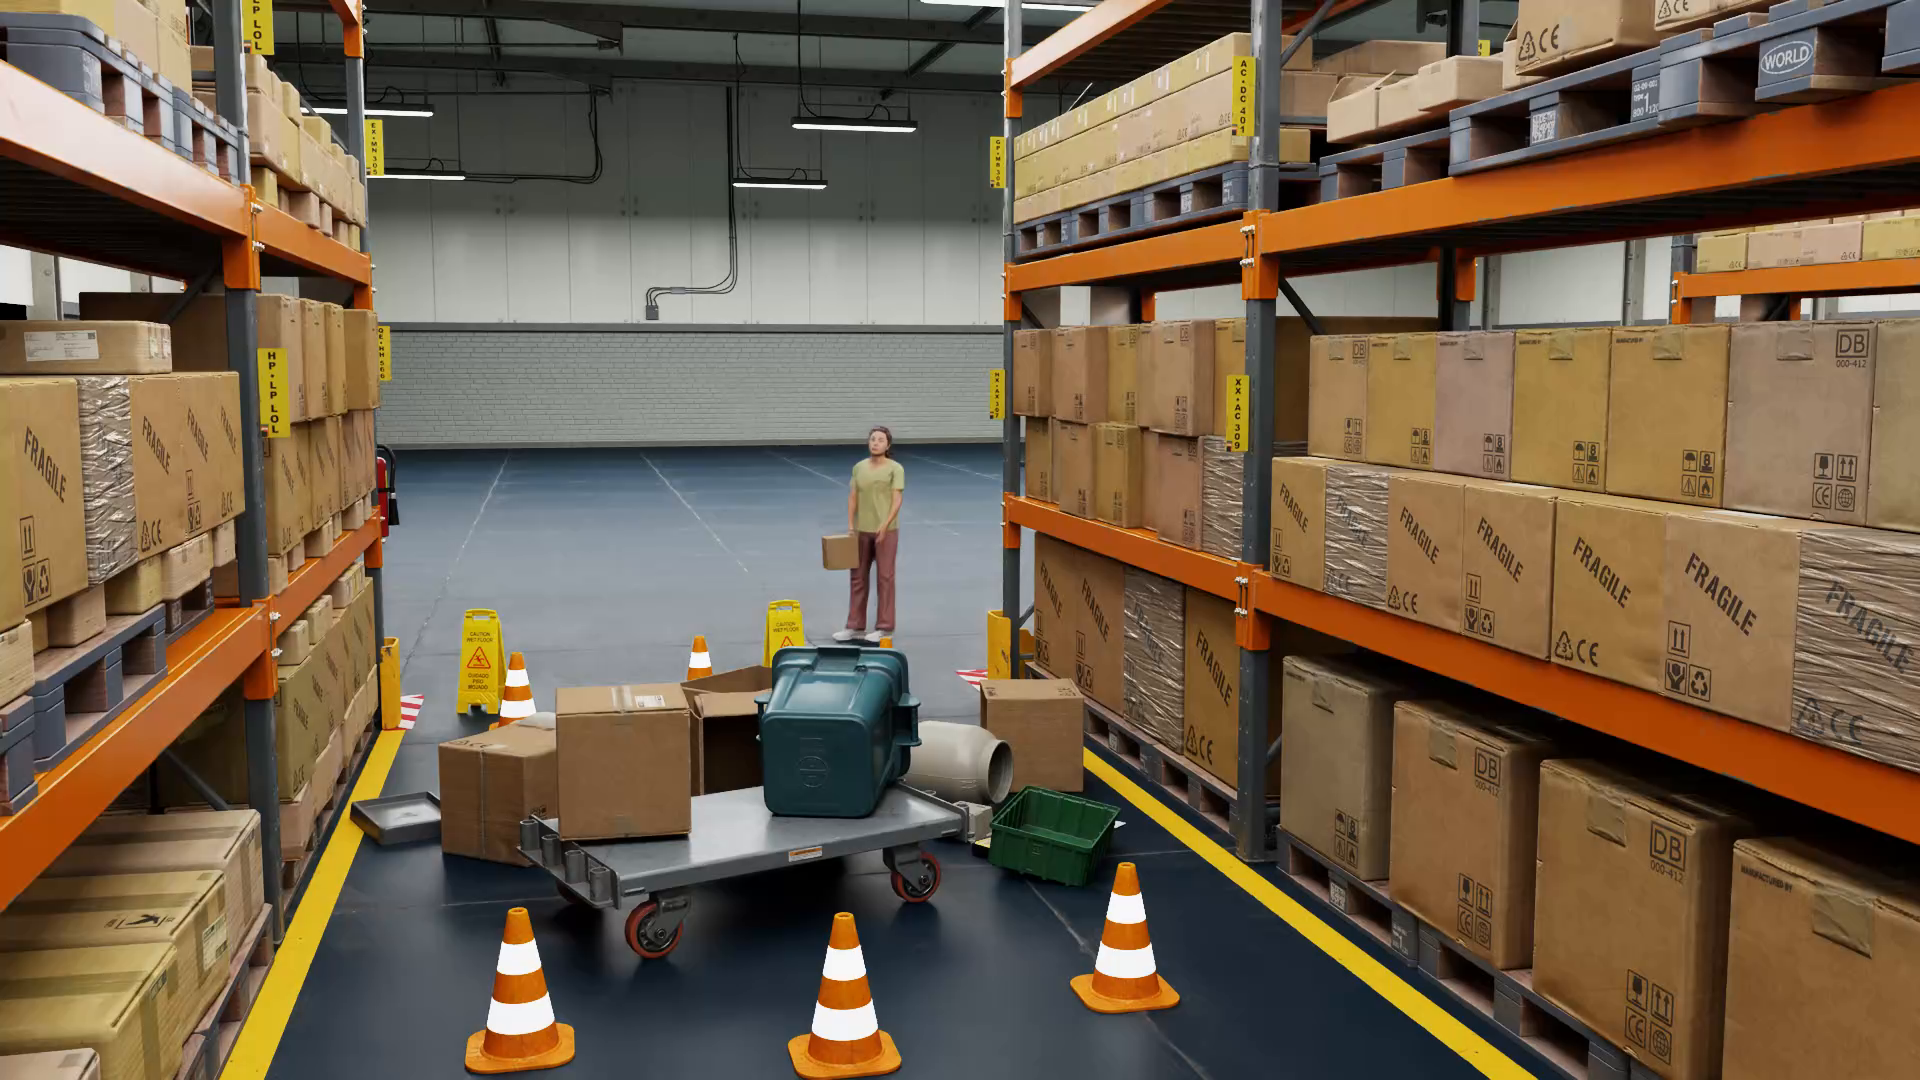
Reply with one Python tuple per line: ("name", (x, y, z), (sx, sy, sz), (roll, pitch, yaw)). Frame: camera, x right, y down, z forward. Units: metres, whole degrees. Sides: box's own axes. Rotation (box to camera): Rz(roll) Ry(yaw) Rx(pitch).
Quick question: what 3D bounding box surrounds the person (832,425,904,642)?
("person", (-0.703, -0.053, 12.995), (0.527, 1.684, 0.443), (2, 6, 17))
